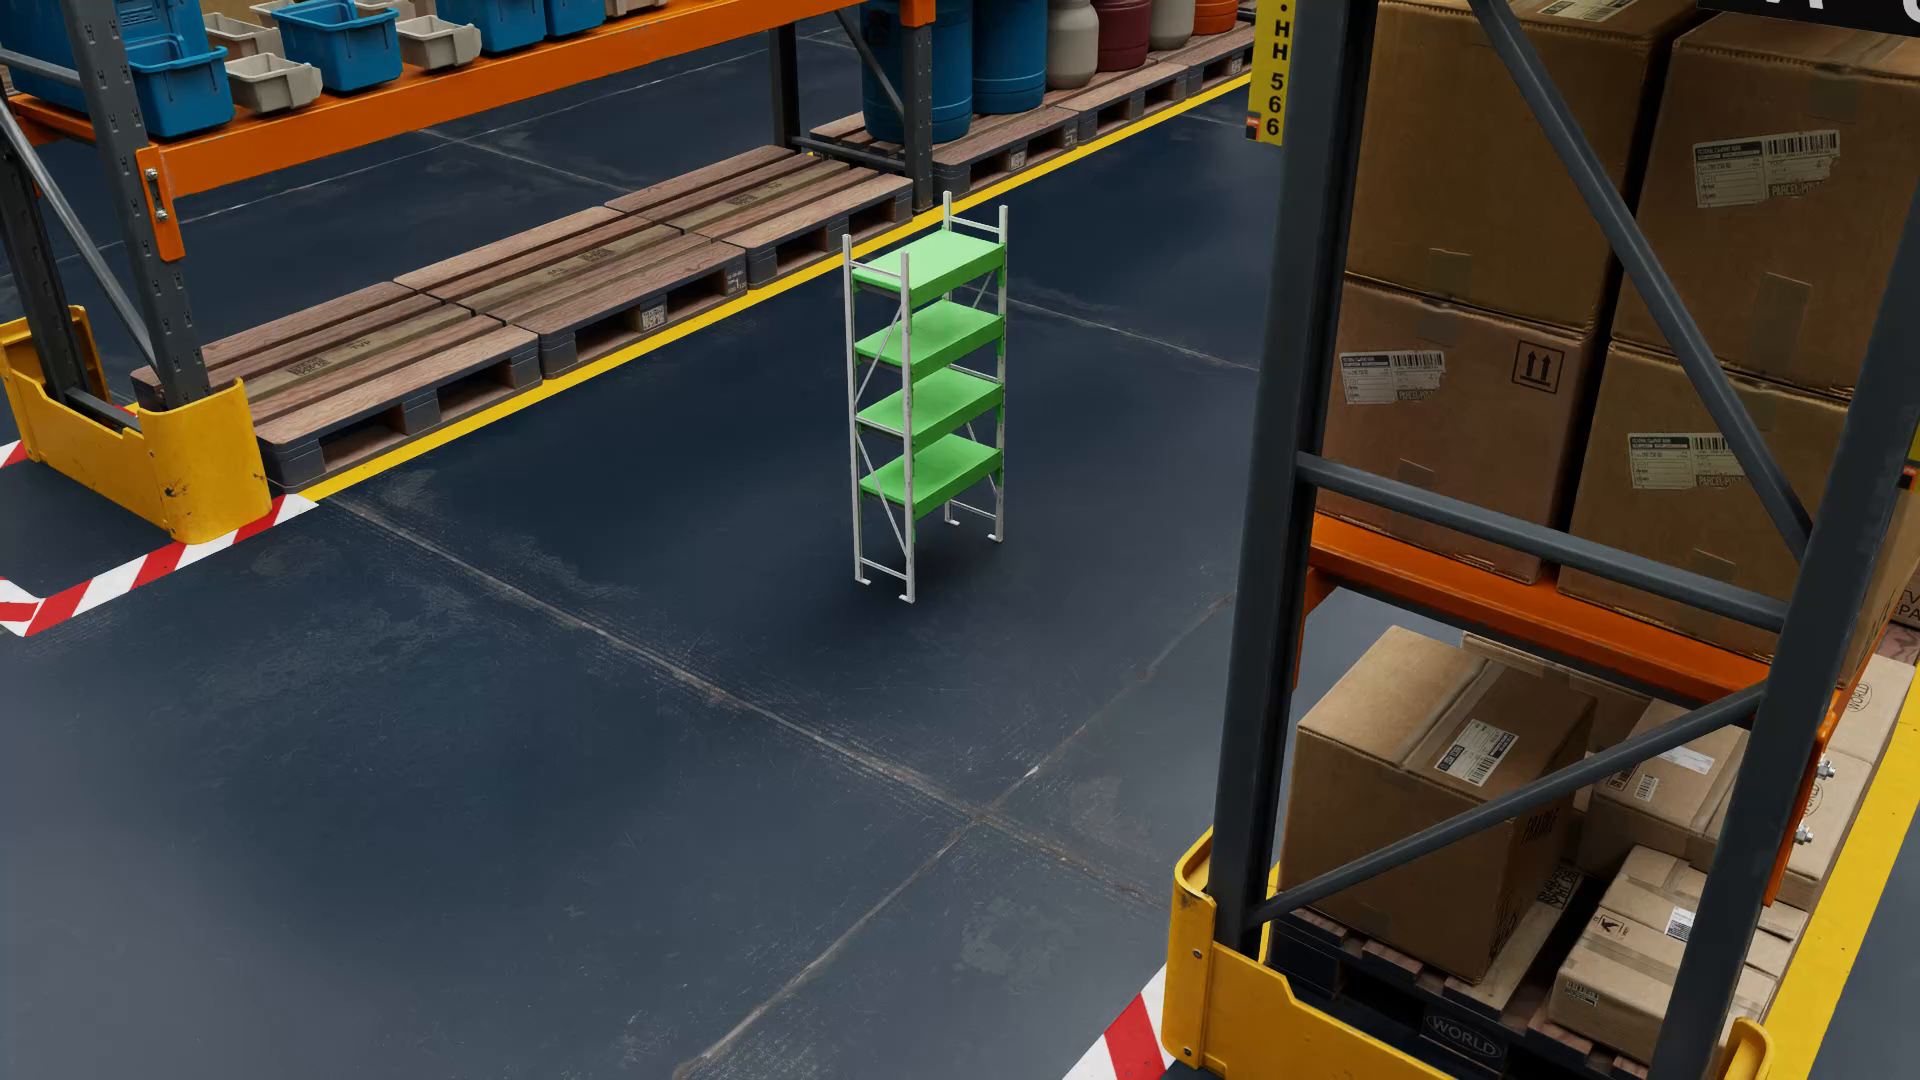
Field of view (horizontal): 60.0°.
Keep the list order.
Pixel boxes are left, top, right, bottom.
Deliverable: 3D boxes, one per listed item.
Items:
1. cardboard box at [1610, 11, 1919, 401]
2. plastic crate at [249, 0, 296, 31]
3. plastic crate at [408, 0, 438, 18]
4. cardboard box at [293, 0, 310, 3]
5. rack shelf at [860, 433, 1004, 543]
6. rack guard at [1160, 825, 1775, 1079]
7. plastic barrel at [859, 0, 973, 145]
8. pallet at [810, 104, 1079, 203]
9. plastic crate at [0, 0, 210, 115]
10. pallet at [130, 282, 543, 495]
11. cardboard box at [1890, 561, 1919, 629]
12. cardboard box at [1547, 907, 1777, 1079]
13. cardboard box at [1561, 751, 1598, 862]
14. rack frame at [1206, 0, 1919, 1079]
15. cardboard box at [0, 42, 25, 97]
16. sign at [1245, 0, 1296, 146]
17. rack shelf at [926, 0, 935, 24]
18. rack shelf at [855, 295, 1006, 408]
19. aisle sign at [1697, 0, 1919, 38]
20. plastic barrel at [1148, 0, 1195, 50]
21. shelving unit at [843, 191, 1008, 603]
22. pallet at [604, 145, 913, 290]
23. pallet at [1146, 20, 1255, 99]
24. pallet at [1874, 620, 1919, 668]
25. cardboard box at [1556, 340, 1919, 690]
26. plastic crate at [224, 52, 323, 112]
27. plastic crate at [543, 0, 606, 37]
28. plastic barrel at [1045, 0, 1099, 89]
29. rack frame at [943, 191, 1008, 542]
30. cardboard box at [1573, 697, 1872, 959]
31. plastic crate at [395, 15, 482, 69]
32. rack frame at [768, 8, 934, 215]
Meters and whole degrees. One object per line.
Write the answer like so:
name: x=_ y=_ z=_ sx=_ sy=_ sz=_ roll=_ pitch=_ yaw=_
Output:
cardboard box: x=1.436 y=-0.569 z=2.689 sx=0.500 sy=0.500 sz=0.500 roll=22 pitch=37 yaw=33
plastic crate: x=-2.454 y=-1.936 z=6.274 sx=0.396 sy=0.136 sz=0.243 roll=21 pitch=37 yaw=31
plastic crate: x=-2.142 y=-2.182 z=6.690 sx=0.298 sy=0.136 sz=0.250 roll=21 pitch=37 yaw=31
cardboard box: x=-4.153 y=-4.206 z=11.577 sx=1.225 sy=0.875 sz=0.875 roll=21 pitch=37 yaw=31
rack shelf: x=-0.100 y=-0.187 z=5.486 sx=0.258 sy=0.148 sz=0.480 roll=21 pitch=37 yaw=31
rack guard: x=1.004 y=1.048 z=3.492 sx=1.175 sy=0.500 sz=0.348 roll=21 pitch=37 yaw=31
plastic barrel: x=-0.232 y=-2.642 z=8.913 sx=0.600 sy=0.901 sz=0.708 roll=21 pitch=37 yaw=31
pallet: x=-0.075 y=-2.250 z=9.339 sx=1.003 sy=0.211 sz=1.213 roll=21 pitch=37 yaw=31
plastic crate: x=-2.936 y=-1.757 z=5.680 sx=0.616 sy=0.435 sz=0.499 roll=21 pitch=37 yaw=31
pallet: x=-2.460 y=-0.646 z=6.634 sx=1.003 sy=0.211 sz=1.213 roll=21 pitch=37 yaw=31
cardboard box: x=2.802 y=-0.031 z=5.067 sx=0.500 sy=0.311 sz=0.500 roll=21 pitch=37 yaw=31
cardboard box: x=1.485 y=0.976 z=3.526 sx=0.380 sy=0.149 sz=0.250 roll=21 pitch=37 yaw=31
cardboard box: x=1.406 y=0.599 z=4.144 sx=0.380 sy=0.166 sz=0.250 roll=21 pitch=37 yaw=31
rack frame: x=0.958 y=0.003 z=2.802 sx=1.000 sy=3.000 sz=0.127 roll=21 pitch=37 yaw=31
cardboard box: x=-6.066 y=-2.968 z=9.489 sx=0.875 sy=0.875 sz=0.875 roll=21 pitch=37 yaw=31
sign: x=0.528 y=-0.810 z=2.729 sx=0.100 sy=0.325 sz=0.005 roll=21 pitch=37 yaw=31
rack shelf: x=0.633 y=-3.652 z=9.676 sx=1.077 sy=0.370 sz=4.000 roll=21 pitch=37 yaw=31
rack shelf: x=-0.100 y=-0.600 z=5.241 sx=0.258 sy=0.148 sz=0.480 roll=21 pitch=37 yaw=31
aisle sign: x=1.151 y=-0.997 z=1.940 sx=0.394 sy=0.787 sz=0.004 roll=21 pitch=37 yaw=31
plastic barrel: x=1.289 y=-3.424 z=10.613 sx=0.421 sy=0.512 sz=0.421 roll=0 pitch=31 yaw=0
shelving unit: x=-0.100 y=-0.449 z=5.331 sx=0.258 sy=1.200 sz=0.503 roll=21 pitch=37 yaw=31
pallet: x=-0.987 y=-1.638 z=8.307 sx=1.003 sy=0.211 sz=1.213 roll=21 pitch=37 yaw=31
pallet: x=1.398 y=-3.242 z=11.013 sx=1.003 sy=0.211 sz=1.213 roll=21 pitch=37 yaw=31
pallet: x=2.221 y=0.354 z=4.946 sx=1.003 sy=0.211 sz=1.213 roll=21 pitch=37 yaw=31
cardboard box: x=1.436 y=-0.139 z=2.944 sx=0.500 sy=0.500 sz=0.500 roll=22 pitch=37 yaw=32
plastic crate: x=-2.318 y=-1.539 z=5.605 sx=0.250 sy=0.136 sz=0.298 roll=21 pitch=37 yaw=31
plastic crate: x=-1.601 y=-2.133 z=6.512 sx=0.416 sy=0.233 sz=0.300 roll=21 pitch=37 yaw=31
plastic barrel: x=0.607 y=-2.965 z=9.839 sx=0.421 sy=0.512 sz=0.421 roll=0 pitch=31 yaw=0
rack frame: x=0.047 y=-0.548 z=5.498 sx=0.240 sy=1.200 sz=0.015 roll=21 pitch=37 yaw=31
cardboard box: x=1.814 y=0.660 z=3.960 sx=0.500 sy=0.250 sz=0.500 roll=21 pitch=37 yaw=31
plastic crate: x=-1.908 y=-1.815 z=6.070 sx=0.250 sy=0.136 sz=0.298 roll=21 pitch=37 yaw=31
rack frame: x=-0.574 y=-3.149 z=8.121 sx=1.000 sy=3.000 sz=0.127 roll=21 pitch=37 yaw=31
